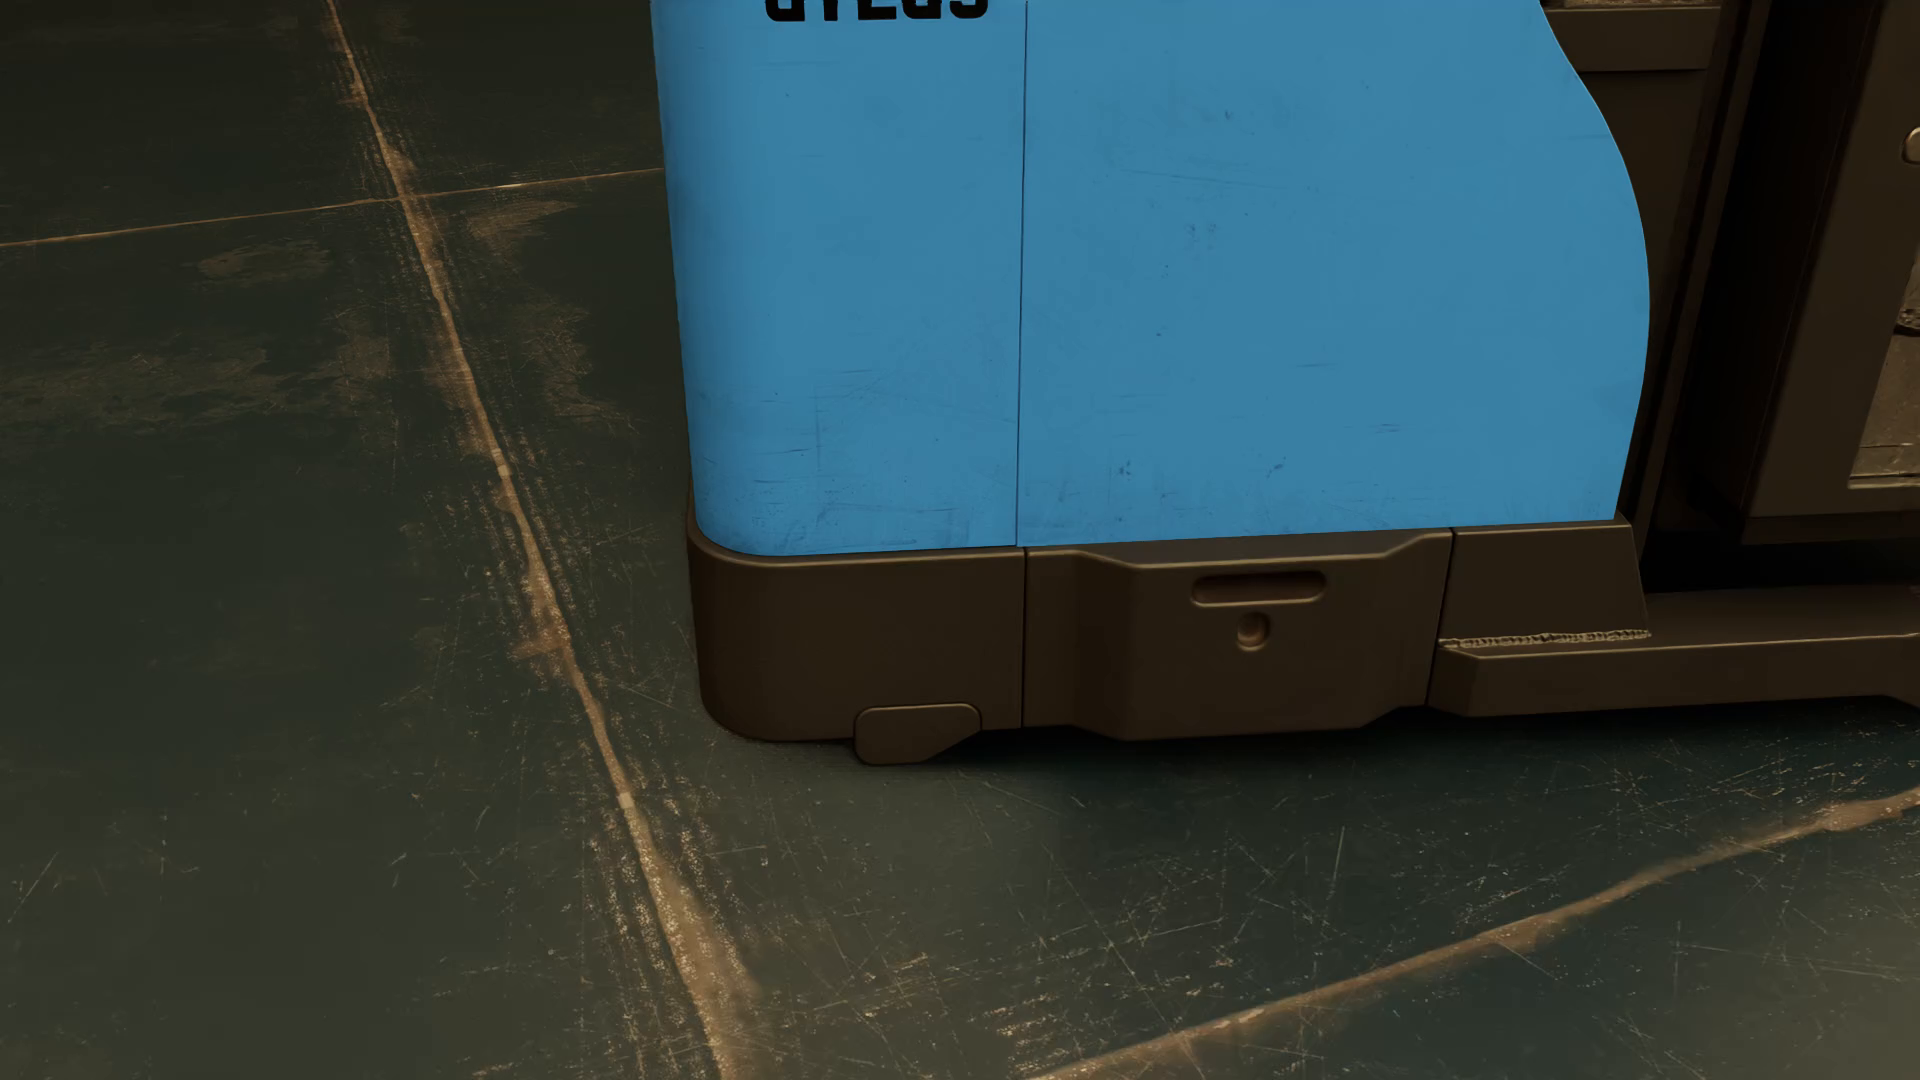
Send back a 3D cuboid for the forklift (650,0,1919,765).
[{"bbox_3d":[1.156,-1.298,1.818,3.031,2.935,1.130,-3,30,-5],"label":"forklift"}]
